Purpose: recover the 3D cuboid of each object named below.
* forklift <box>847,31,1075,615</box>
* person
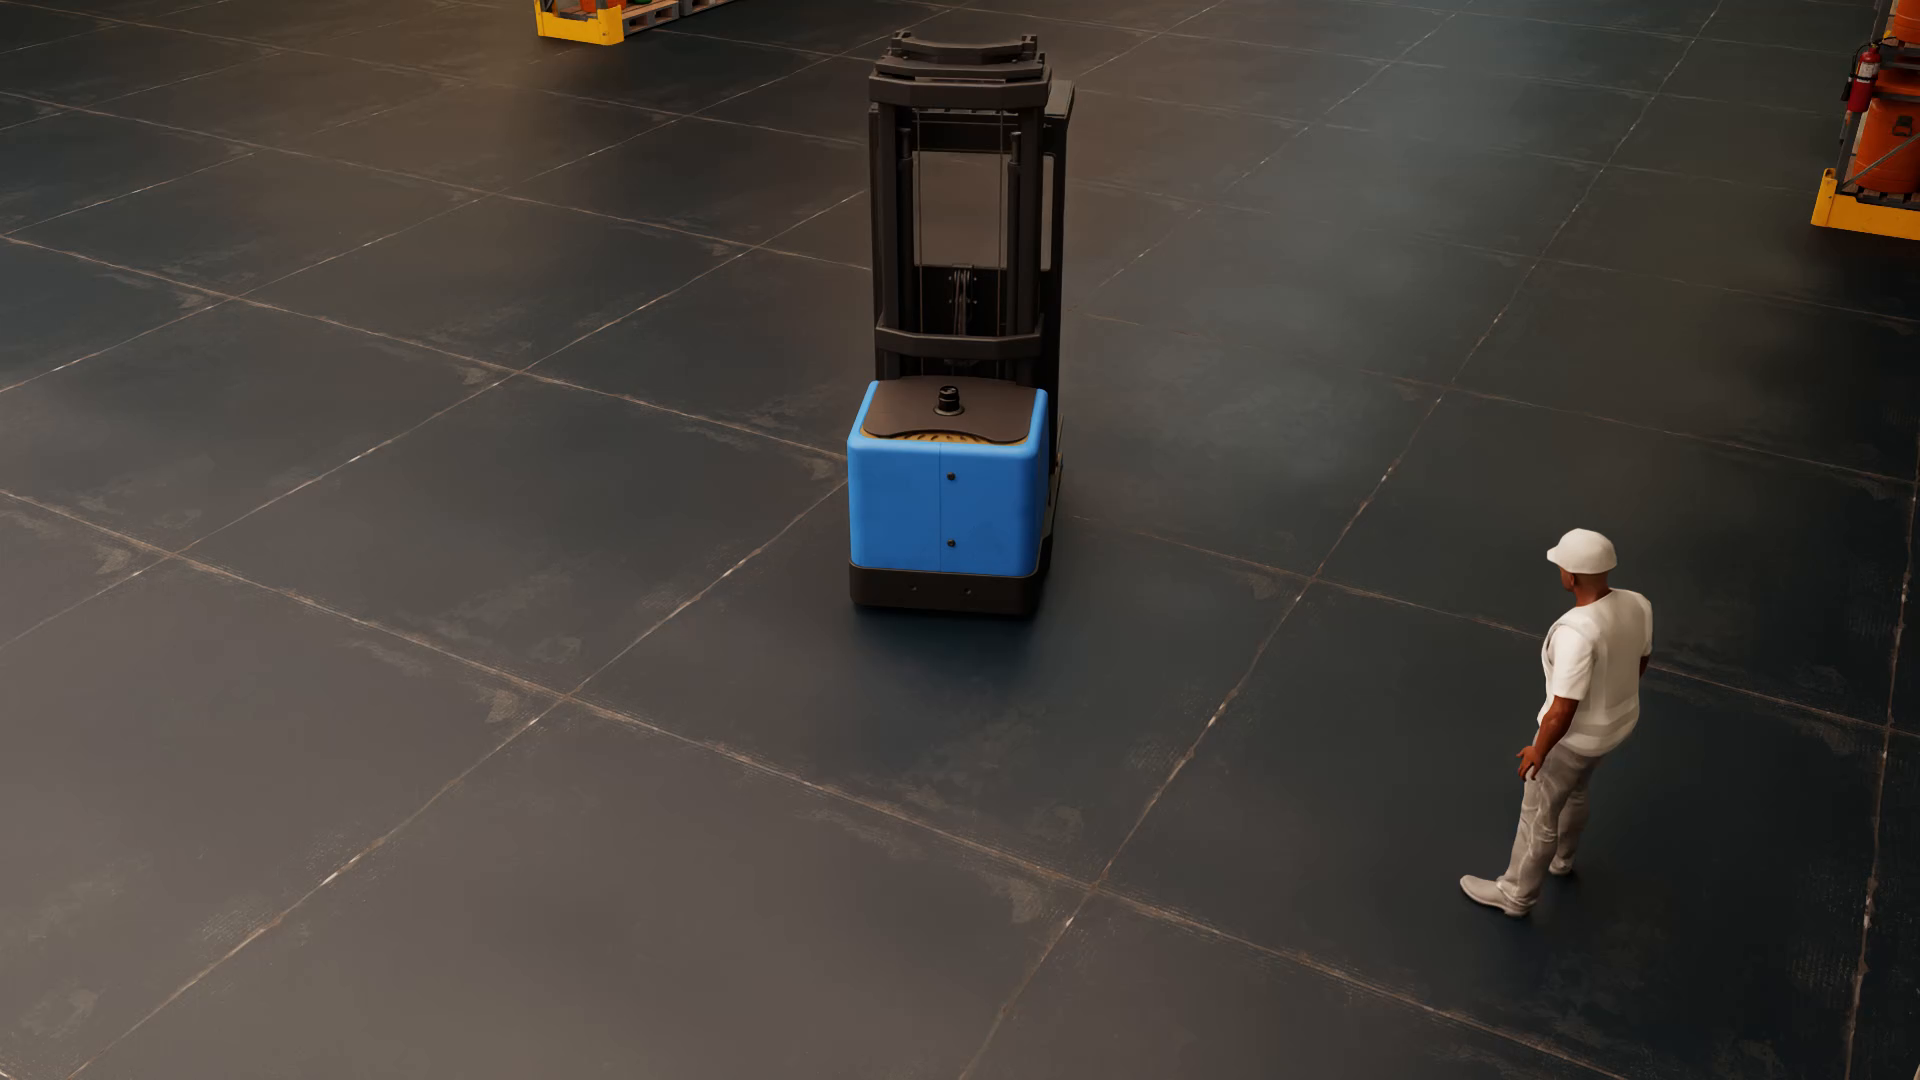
[{"bbox_3d":[0.072,-1.572,9.794,1.130,2.935,3.031,3,30,6],"label":"forklift"},{"bbox_3d":[2.546,0.748,6.944,0.678,1.765,0.463,-21,36,-32],"label":"person"}]
